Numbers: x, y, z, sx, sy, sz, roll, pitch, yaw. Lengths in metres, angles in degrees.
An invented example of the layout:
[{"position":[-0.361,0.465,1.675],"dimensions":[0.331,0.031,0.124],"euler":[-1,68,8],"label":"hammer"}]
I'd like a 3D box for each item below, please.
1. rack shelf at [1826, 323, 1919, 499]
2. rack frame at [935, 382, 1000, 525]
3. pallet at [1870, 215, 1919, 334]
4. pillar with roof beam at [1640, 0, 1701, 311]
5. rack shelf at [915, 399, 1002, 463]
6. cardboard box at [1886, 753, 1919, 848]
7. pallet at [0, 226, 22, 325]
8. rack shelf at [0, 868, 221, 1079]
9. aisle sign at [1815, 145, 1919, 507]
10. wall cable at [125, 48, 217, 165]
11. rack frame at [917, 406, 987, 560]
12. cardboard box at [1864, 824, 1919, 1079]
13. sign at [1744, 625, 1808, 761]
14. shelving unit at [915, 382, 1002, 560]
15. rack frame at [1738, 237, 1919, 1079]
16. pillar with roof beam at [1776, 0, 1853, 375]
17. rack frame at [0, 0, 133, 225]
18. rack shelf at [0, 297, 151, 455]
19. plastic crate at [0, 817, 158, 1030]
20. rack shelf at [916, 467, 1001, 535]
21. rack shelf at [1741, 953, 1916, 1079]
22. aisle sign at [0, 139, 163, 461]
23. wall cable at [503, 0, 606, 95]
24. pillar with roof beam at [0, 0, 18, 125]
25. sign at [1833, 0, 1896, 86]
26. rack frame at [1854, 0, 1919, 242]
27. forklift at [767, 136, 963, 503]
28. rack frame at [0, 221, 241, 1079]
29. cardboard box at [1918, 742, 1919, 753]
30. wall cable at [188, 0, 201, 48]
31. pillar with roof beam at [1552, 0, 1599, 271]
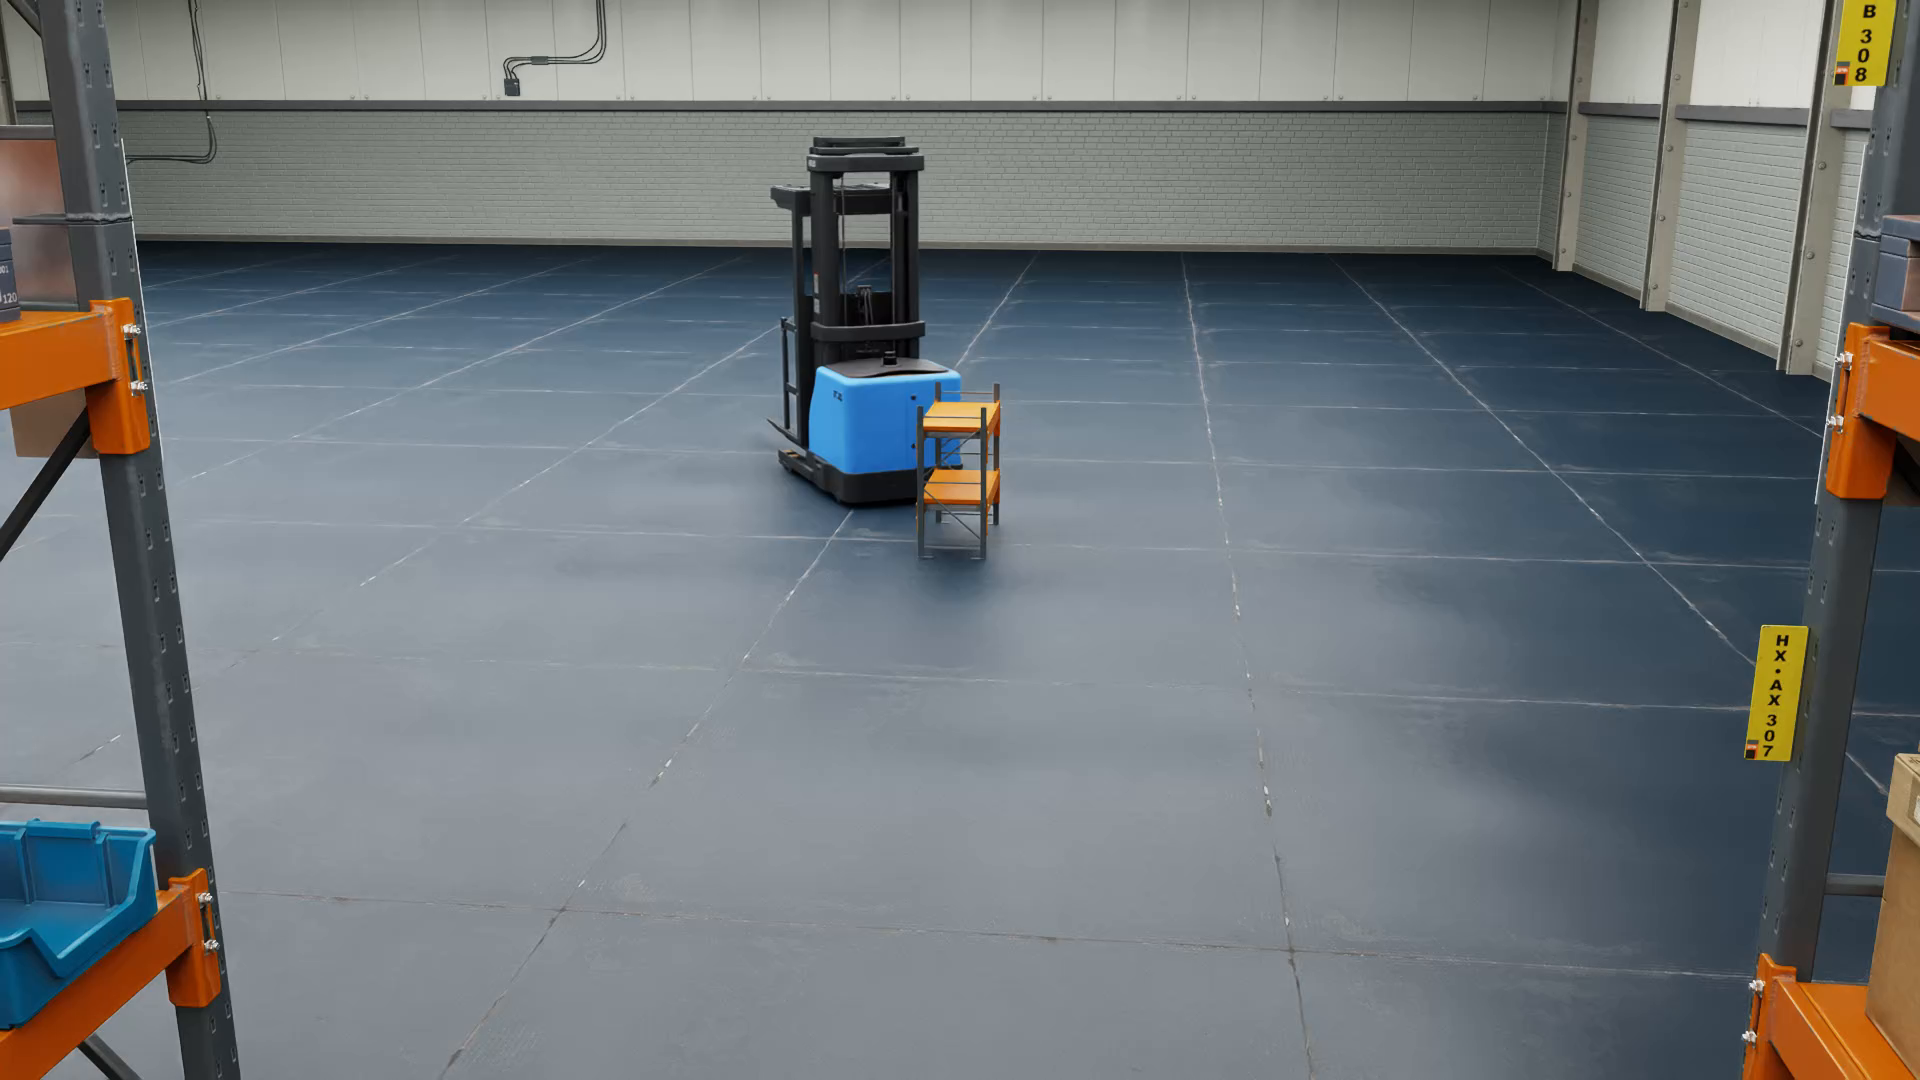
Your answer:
[{"position":[2.192,0.244,1.646],"dimensions":[1.077,0.370,4.000],"euler":[2,15,6],"label":"rack shelf"},{"position":[0.057,-0.673,12.996],"dimensions":[0.500,1.125,0.032],"euler":[2,15,6],"label":"rack frame"},{"position":[2.312,-0.397,2.806],"dimensions":[1.003,0.211,1.213],"euler":[2,15,6],"label":"pallet"},{"position":[6.551,-8.070,25.266],"dimensions":[9.100,9.000,0.400],"euler":[2,15,6],"label":"pillar with roof beam"},{"position":[-0.001,-0.824,12.432],"dimensions":[0.538,0.278,1.000],"euler":[2,15,6],"label":"rack shelf"},{"position":[2.159,0.560,3.411],"dimensions":[0.380,0.149,0.250],"euler":[2,15,6],"label":"cardboard box"},{"position":[-2.694,-0.466,3.255],"dimensions":[1.003,0.211,1.213],"euler":[2,15,6],"label":"pallet"},{"position":[-2.729,1.545,2.580],"dimensions":[1.077,0.370,4.000],"euler":[2,15,6],"label":"rack shelf"},{"position":[2.121,-0.455,3.619],"dimensions":[0.394,0.787,0.004],"euler":[2,15,6],"label":"aisle sign"},{"position":[-18.147,-9.653,37.070],"dimensions":[3.097,2.526,0.112],"euler":[2,15,6],"label":"wall cable"},{"position":[-0.058,-0.409,12.021],"dimensions":[0.500,1.125,0.032],"euler":[2,15,6],"label":"rack frame"},{"position":[2.352,0.898,3.402],"dimensions":[0.700,0.500,0.500],"euler":[2,15,6],"label":"cardboard box"},{"position":[1.867,0.352,3.804],"dimensions":[0.100,0.325,0.005],"euler":[2,15,6],"label":"sign"},{"position":[-0.001,-0.541,12.509],"dimensions":[0.538,1.125,1.048],"euler":[2,15,6],"label":"shelving unit"},{"position":[2.417,0.826,3.862],"dimensions":[1.000,3.000,0.127],"euler":[2,15,6],"label":"rack frame"},{"position":[5.874,-6.514,19.511],"dimensions":[9.100,9.000,0.400],"euler":[2,15,6],"label":"pillar with roof beam"},{"position":[-2.504,-2.217,3.622],"dimensions":[1.000,3.000,0.127],"euler":[2,15,6],"label":"rack frame"},{"position":[-2.729,0.097,2.189],"dimensions":[1.077,0.370,4.000],"euler":[2,15,6],"label":"rack shelf"},{"position":[-2.263,0.889,3.912],"dimensions":[0.499,0.251,0.616],"euler":[2,15,6],"label":"plastic crate"},{"position":[-0.001,-0.305,12.573],"dimensions":[0.538,0.278,1.000],"euler":[2,15,6],"label":"rack shelf"},{"position":[2.192,1.692,2.037],"dimensions":[1.077,0.370,4.000],"euler":[2,15,6],"label":"rack shelf"},{"position":[-2.201,-0.586,4.102],"dimensions":[0.394,0.787,0.004],"euler":[2,15,6],"label":"aisle sign"},{"position":[-8.716,-12.510,35.172],"dimensions":[2.305,6.003,0.169],"euler":[2,15,6],"label":"wall cable"},{"position":[-15.516,-10.300,33.514],"dimensions":[9.100,9.000,0.400],"euler":[2,15,6],"label":"pillar with roof beam"},{"position":[1.867,-1.100,3.412],"dimensions":[0.100,0.325,0.005],"euler":[2,15,6],"label":"sign"},{"position":[2.417,-2.070,3.079],"dimensions":[1.000,3.000,0.127],"euler":[2,15,6],"label":"rack frame"},{"position":[-0.998,-2.055,14.646],"dimensions":[1.130,2.935,3.031],"euler":[-6,16,-21],"label":"forklift"},{"position":[-2.504,0.679,4.405],"dimensions":[1.000,3.000,0.127],"euler":[2,15,6],"label":"rack frame"},{"position":[2.346,0.286,3.182],"dimensions":[0.700,0.500,0.500],"euler":[2,15,6],"label":"cardboard box"},{"position":[-15.459,-12.011,36.116],"dimensions":[3.097,2.526,0.112],"euler":[2,15,6],"label":"wall cable"},{"position":[7.228,-9.626,31.021],"dimensions":[9.100,9.000,0.400],"euler":[2,15,6],"label":"pillar with roof beam"}]
